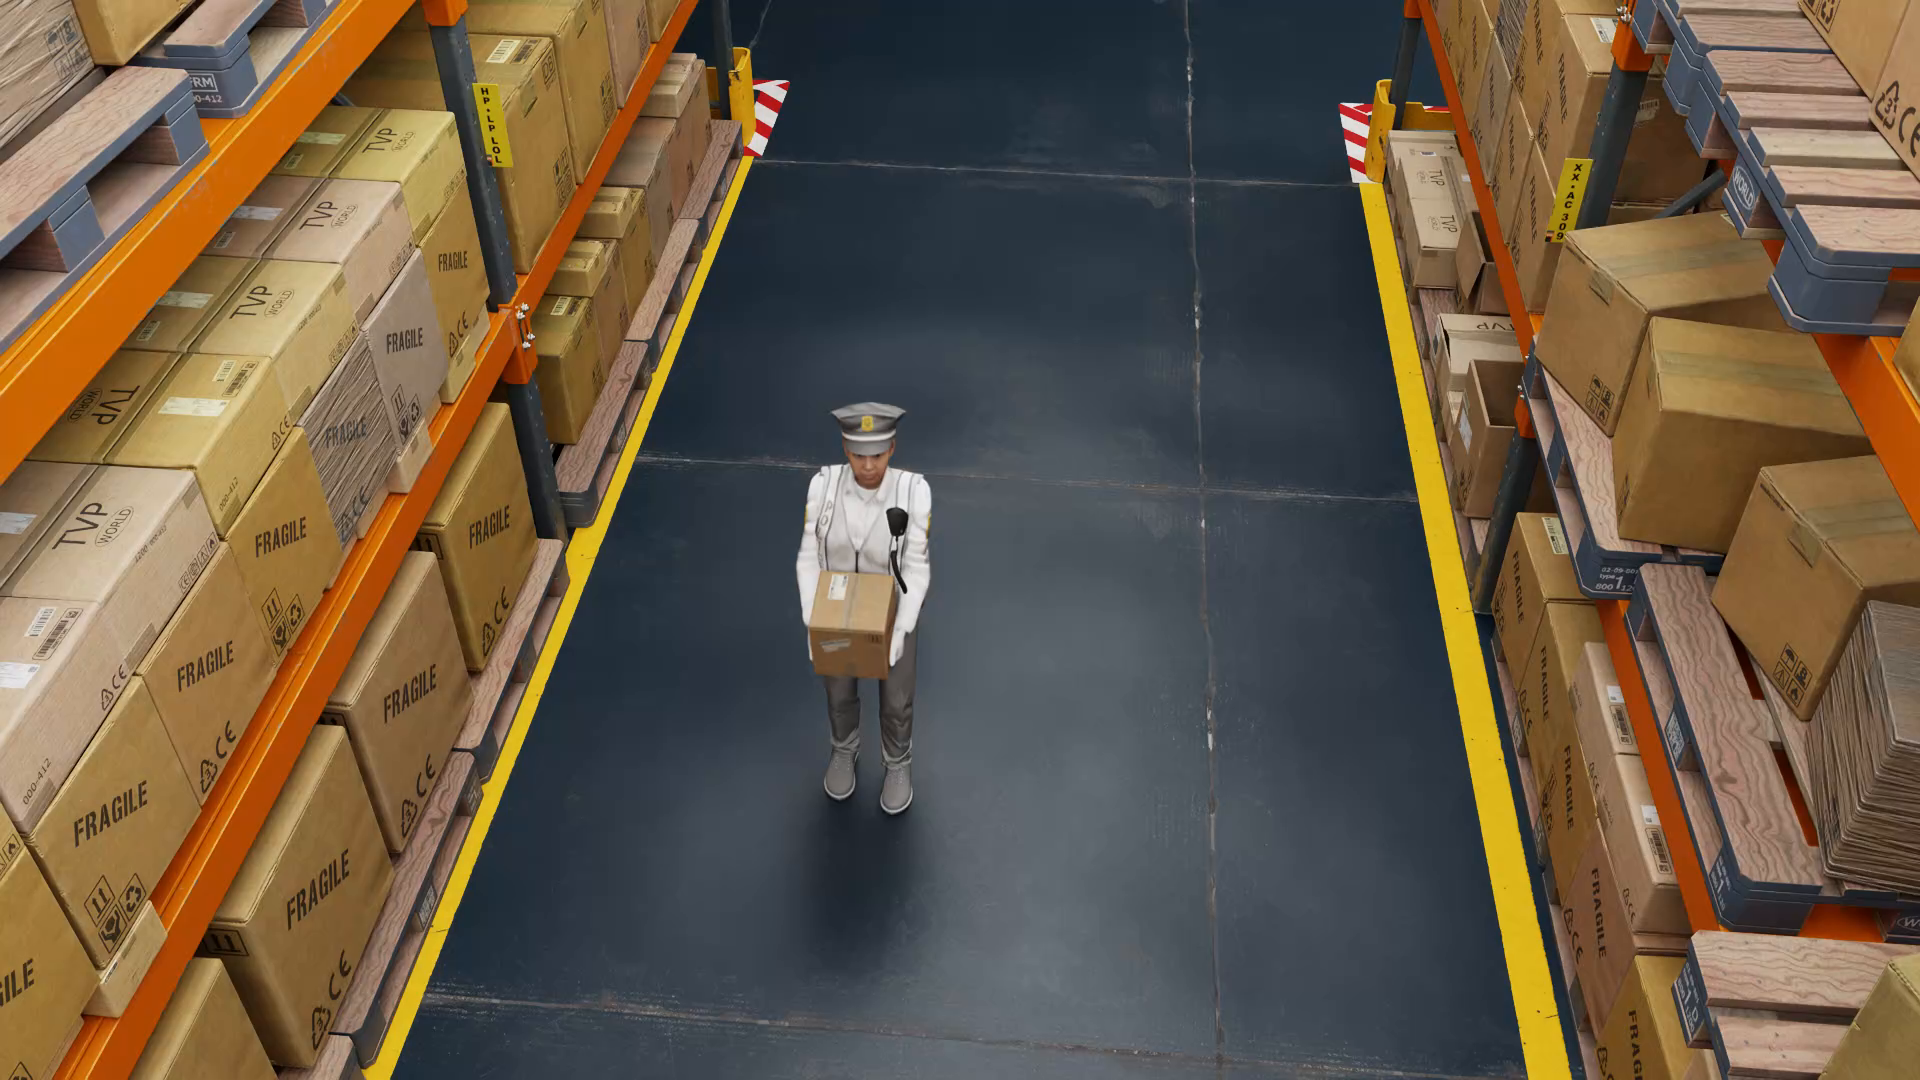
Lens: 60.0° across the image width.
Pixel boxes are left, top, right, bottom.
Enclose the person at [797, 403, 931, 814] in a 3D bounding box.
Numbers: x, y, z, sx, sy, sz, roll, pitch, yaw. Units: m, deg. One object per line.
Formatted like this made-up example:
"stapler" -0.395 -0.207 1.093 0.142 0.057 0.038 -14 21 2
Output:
"person" -0.330 0.282 5.805 0.459 1.686 0.563 4 40 4
